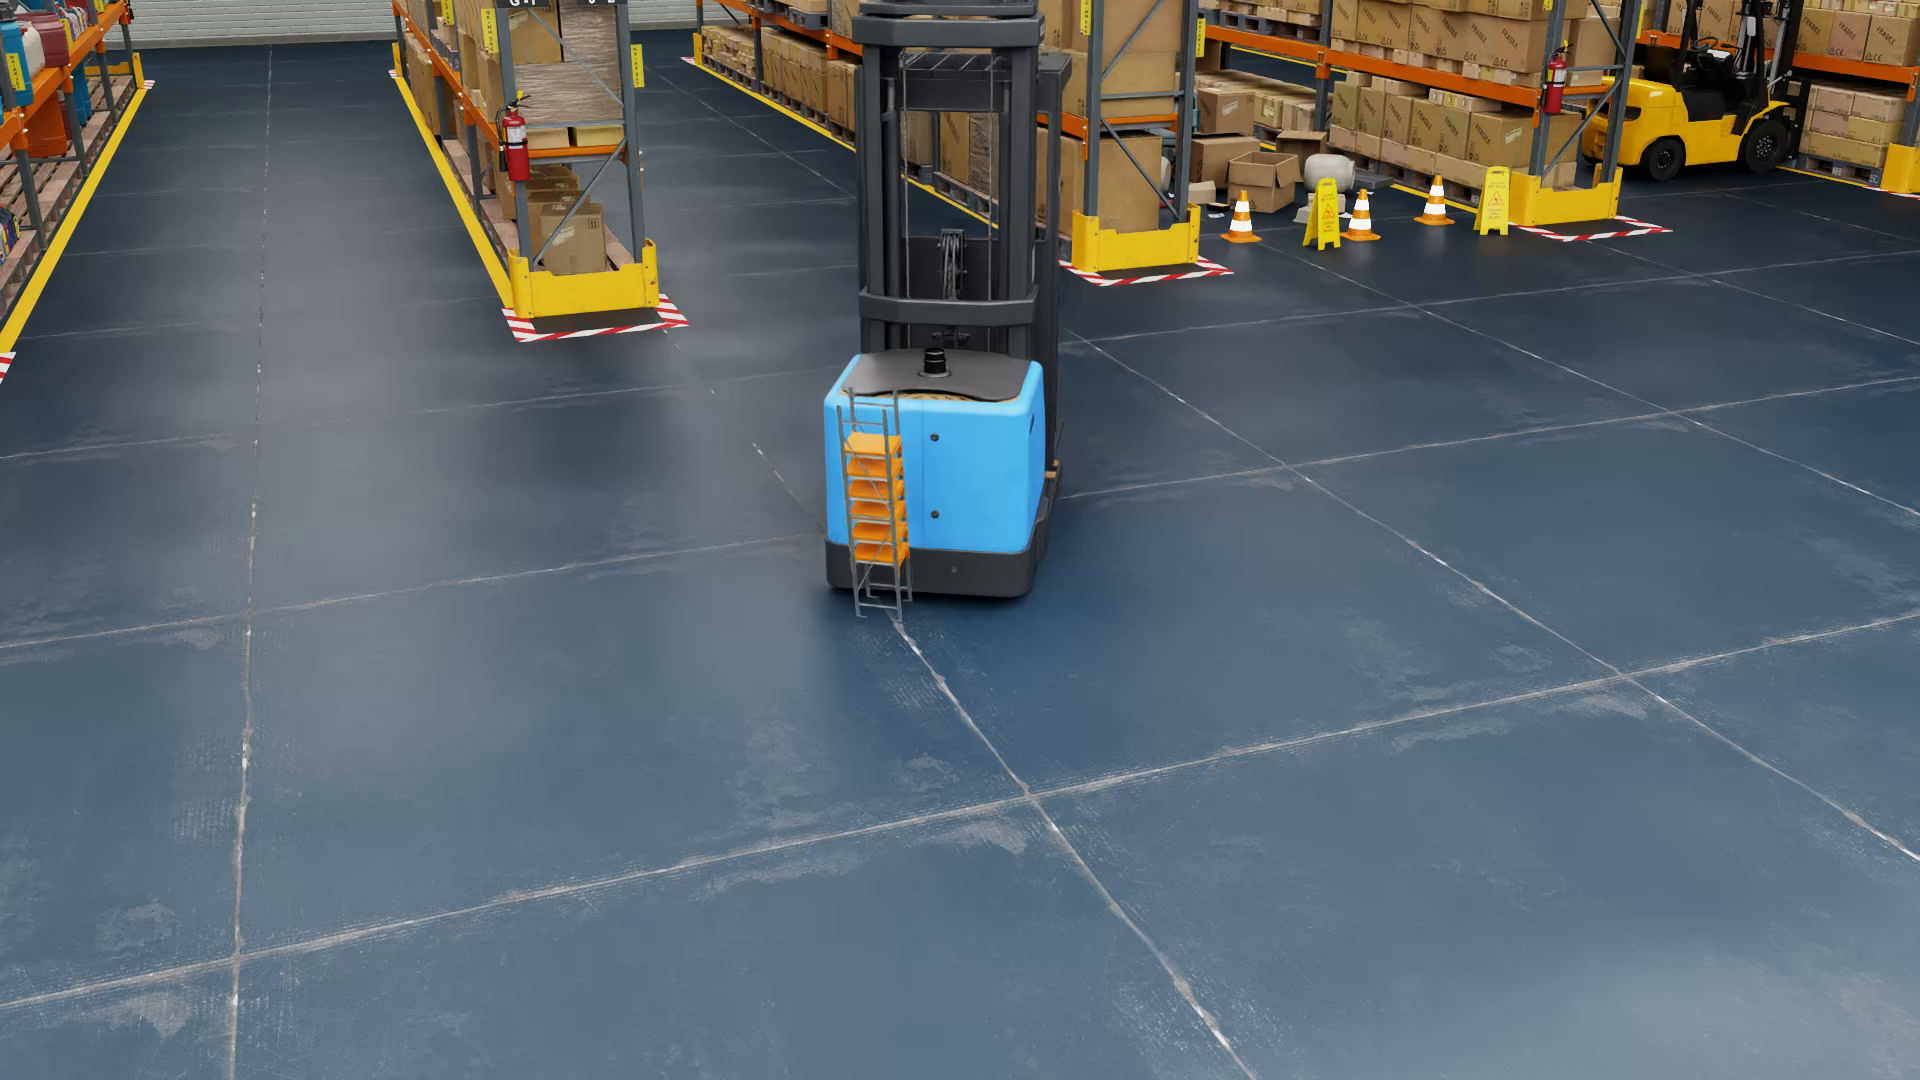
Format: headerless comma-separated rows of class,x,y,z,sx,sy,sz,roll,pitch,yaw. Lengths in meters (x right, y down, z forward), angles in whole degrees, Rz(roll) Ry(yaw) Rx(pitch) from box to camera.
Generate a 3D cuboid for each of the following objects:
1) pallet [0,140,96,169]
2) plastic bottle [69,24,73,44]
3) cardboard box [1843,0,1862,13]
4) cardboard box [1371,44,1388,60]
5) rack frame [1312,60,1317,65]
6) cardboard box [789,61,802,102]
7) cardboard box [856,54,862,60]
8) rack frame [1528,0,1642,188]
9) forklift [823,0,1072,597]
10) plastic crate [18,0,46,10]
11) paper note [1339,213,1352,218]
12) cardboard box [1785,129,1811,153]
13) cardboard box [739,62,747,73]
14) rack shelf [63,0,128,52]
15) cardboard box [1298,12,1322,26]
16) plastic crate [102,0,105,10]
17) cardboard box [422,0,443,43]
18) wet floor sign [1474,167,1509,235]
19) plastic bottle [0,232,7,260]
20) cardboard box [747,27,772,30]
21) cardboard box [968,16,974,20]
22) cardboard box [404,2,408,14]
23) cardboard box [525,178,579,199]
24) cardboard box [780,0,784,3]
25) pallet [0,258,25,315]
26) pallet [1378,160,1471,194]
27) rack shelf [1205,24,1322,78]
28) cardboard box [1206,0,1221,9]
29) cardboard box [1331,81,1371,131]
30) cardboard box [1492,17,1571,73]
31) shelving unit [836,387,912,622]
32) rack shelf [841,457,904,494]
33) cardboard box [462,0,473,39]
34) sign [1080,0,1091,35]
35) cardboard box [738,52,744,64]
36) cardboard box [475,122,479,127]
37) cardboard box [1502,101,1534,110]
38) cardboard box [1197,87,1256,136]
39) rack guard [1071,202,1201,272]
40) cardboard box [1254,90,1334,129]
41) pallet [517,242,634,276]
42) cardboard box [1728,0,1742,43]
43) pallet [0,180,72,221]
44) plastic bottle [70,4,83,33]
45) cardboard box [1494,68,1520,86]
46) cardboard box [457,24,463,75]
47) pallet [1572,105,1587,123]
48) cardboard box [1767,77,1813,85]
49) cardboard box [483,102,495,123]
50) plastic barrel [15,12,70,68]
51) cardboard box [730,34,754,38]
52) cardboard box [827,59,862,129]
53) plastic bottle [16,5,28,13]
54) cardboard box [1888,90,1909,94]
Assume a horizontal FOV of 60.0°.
pallet,-10.855,-4.515,19.691,1.003,0.211,1.213,-8,24,-19
plastic bottle,-10.878,-6.168,20.181,0.152,0.276,0.135,-8,24,-19
cardboard box,10.222,-6.050,18.777,0.380,0.149,0.250,-9,24,-19
cardboard box,4.907,-5.559,18.901,0.380,0.149,0.250,-8,24,-17
rack frame,6.597,-9.694,28.389,1.000,3.000,0.127,-8,24,-19
cardboard box,-2.087,-6.467,23.408,0.500,0.500,0.500,-9,25,-21
cardboard box,-1.245,-6.514,22.554,0.500,0.250,0.500,-9,25,-21
rack frame,6.193,-4.652,16.425,1.000,3.000,0.127,-8,24,-19
forklift,0.024,-1.600,9.273,1.130,2.935,3.031,3,23,7
plastic crate,-12.434,-7.116,22.214,0.392,0.384,0.575,-8,24,-19
paper note,3.997,-3.354,17.168,0.148,0.019,0.142,-18,29,-37
cardboard box,10.039,-4.753,19.664,0.500,0.250,0.500,-8,24,-18
cardboard box,-3.265,-7.465,26.228,0.380,0.149,0.250,-9,25,-21
rack shelf,-12.657,-7.368,23.795,1.077,0.370,4.000,-8,24,-19
cardboard box,4.340,-6.332,20.194,0.380,0.149,0.250,-8,24,-18
plastic crate,-12.398,-7.666,23.713,0.416,0.233,0.300,-8,24,-19
cardboard box,-6.310,-6.390,20.421,0.500,0.500,0.500,-8,24,-17
wet floor sign,5.260,-3.351,16.370,0.267,0.644,0.232,0,23,-1
plastic bottle,-8.391,-2.572,14.431,0.152,0.276,0.135,-8,24,-18
cardboard box,-3.384,-8.570,28.085,0.380,0.149,0.250,-9,24,-20
cardboard box,0.586,-5.633,17.170,0.875,0.550,0.550,-8,24,-19
cardboard box,-7.731,-7.602,23.748,0.380,0.149,0.250,-8,24,-19
cardboard box,-3.729,-3.005,15.196,0.500,0.500,0.500,-6,24,-14
cardboard box,-2.280,-7.503,22.973,0.380,0.149,0.250,-8,24,-17
pallet,-8.491,-2.087,13.930,1.003,0.211,1.213,-8,24,-19
pallet,5.486,-4.137,18.794,1.003,0.211,1.213,-8,24,-19
rack shelf,4.074,-6.500,21.737,1.077,0.370,4.000,-8,24,-19
cardboard box,3.508,-7.177,22.198,0.380,0.149,0.250,-8,24,-19
cardboard box,4.736,-5.126,19.583,0.500,0.500,0.500,-7,24,-16
cardboard box,5.744,-4.994,16.726,0.500,0.500,0.500,-9,24,-20
shelving unit,-0.407,-0.156,8.056,0.258,1.200,0.189,6,34,13
rack shelf,-0.415,-0.321,7.950,0.258,0.103,0.180,6,34,13
cardboard box,-4.215,-4.828,15.043,0.500,0.500,0.500,-8,24,-19
sign,1.086,-4.509,14.290,0.100,0.325,0.005,-8,24,-19
cardboard box,-3.268,-7.575,26.108,0.380,0.149,0.250,-9,25,-21
cardboard box,-5.036,-4.401,18.483,0.700,0.500,0.500,-11,25,-24
cardboard box,5.970,-4.453,17.986,0.500,0.500,0.500,-9,25,-21
cardboard box,3.126,-5.047,19.606,0.500,0.500,0.500,-8,24,-19
rack guard,1.607,-2.775,15.191,1.175,0.500,0.348,-8,24,-19
cardboard box,4.336,-5.539,21.372,0.950,0.372,0.625,-7,24,-16
pallet,-3.358,-2.335,14.517,1.003,0.211,1.213,-8,24,-19
cardboard box,9.715,-6.266,20.125,0.500,0.500,0.500,-9,24,-20
pallet,-9.873,-3.505,17.294,1.003,0.211,1.213,-8,24,-19
plastic bottle,-11.320,-6.661,21.255,0.144,0.351,0.185,-8,24,-19
cardboard box,5.668,-4.719,16.908,0.380,0.149,0.250,-9,24,-20
cardboard box,-4.389,-4.757,16.162,0.875,0.500,0.500,-8,24,-19
pallet,9.126,-5.765,22.656,1.003,0.211,1.213,-8,24,-19
cardboard box,9.836,-5.398,19.907,0.500,0.250,0.500,-9,24,-20
cardboard box,-4.000,-3.782,14.685,0.380,0.149,0.250,-8,24,-19
plastic barrel,-10.090,-5.455,18.155,0.600,0.536,0.708,-8,24,-19
cardboard box,-3.525,-8.113,27.000,0.380,0.149,0.250,-8,24,-19
cardboard box,-1.097,-5.766,21.424,1.050,0.750,0.750,-9,24,-20
plastic bottle,-12.115,-6.763,21.497,0.144,0.351,0.185,-8,24,-19
cardboard box,10.843,-4.922,18.778,0.500,0.250,0.500,-9,24,-20
